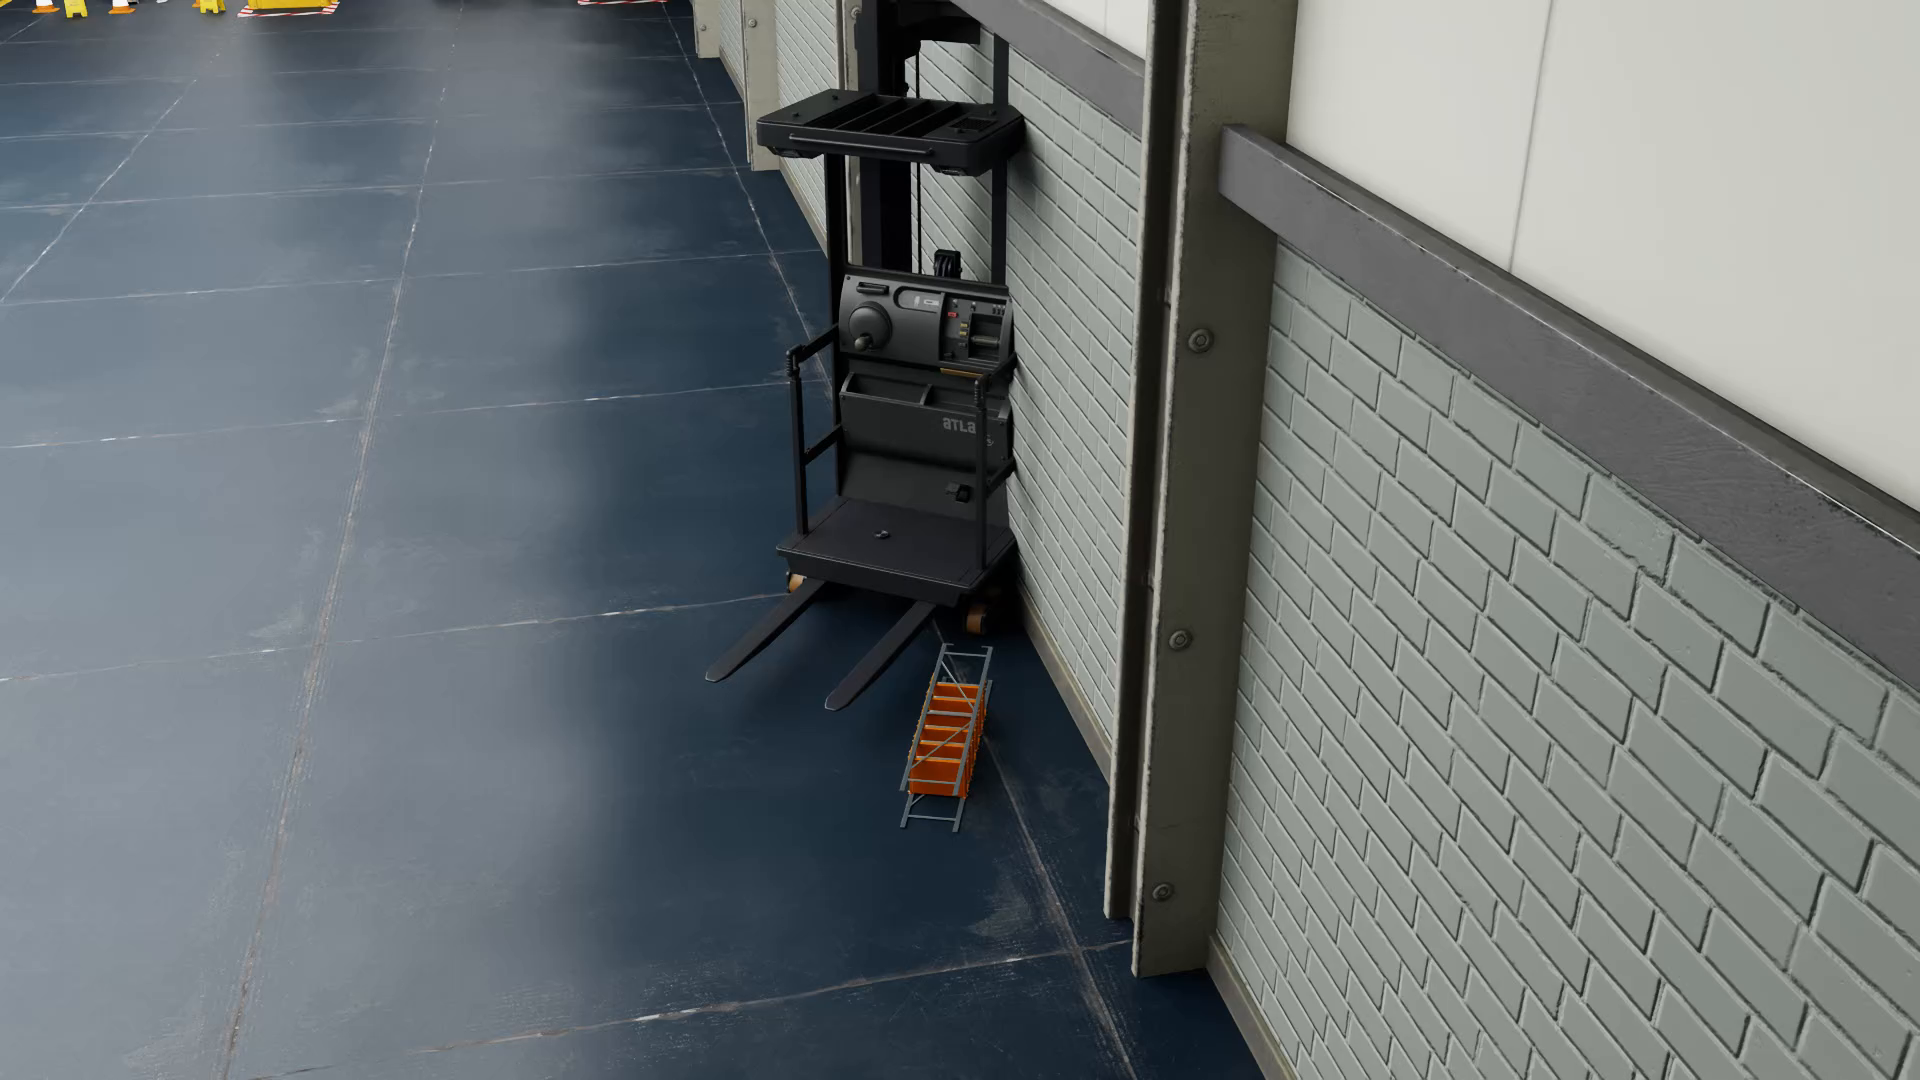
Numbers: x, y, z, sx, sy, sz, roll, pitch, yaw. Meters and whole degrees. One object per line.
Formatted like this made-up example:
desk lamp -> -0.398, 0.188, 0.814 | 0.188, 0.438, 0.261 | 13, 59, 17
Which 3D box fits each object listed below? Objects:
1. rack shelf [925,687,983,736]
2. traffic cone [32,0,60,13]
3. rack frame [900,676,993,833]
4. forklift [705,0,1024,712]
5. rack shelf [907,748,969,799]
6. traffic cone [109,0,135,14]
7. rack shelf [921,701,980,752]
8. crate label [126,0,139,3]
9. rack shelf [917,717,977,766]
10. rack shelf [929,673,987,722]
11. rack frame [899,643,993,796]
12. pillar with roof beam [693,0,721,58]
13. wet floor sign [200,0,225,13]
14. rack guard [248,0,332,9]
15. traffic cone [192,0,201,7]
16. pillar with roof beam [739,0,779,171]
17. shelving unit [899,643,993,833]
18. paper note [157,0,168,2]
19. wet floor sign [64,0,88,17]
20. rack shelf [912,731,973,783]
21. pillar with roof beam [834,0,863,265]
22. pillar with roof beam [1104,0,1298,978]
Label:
rack shelf -> -0.023, 0.774, 7.501 | 0.258, 0.180, 0.103 | 4, 27, 7
traffic cone -> -13.753, -8.171, 24.925 | 0.336, 0.463, 0.334 | -6, 27, -12
rack frame -> -0.046, 0.929, 7.397 | 0.240, 0.006, 1.200 | 4, 27, 7
forklift -> -0.249, -1.048, 8.073 | 1.130, 2.935, 3.031 | 11, 29, 21
rack shelf -> -0.090, 0.988, 7.077 | 0.258, 0.180, 0.103 | 4, 27, 7
traffic cone -> -12.576, -8.137, 24.857 | 0.336, 0.463, 0.334 | -6, 27, -12
rack shelf -> -0.040, 0.828, 7.395 | 0.258, 0.180, 0.103 | 4, 27, 7
crate label -> -12.813, -8.330, 25.602 | 0.250, 0.136, 0.298 | -23, 35, -38
rack shelf -> -0.056, 0.881, 7.289 | 0.258, 0.180, 0.103 | 4, 27, 7
rack shelf -> -0.006, 0.721, 7.607 | 0.258, 0.180, 0.103 | 4, 27, 7
rack frame -> -0.046, 0.766, 7.314 | 0.240, 0.006, 1.200 | 4, 27, 7
pillar with roof beam -> -7.503, -9.983, 19.042 | 9.100, 9.000, 0.400 | -6, 27, -12
wet floor sign -> -11.217, -8.230, 24.840 | 0.267, 0.644, 0.232 | 3, 27, 6
rack guard -> -10.234, -8.391, 25.319 | 1.175, 0.500, 0.348 | -6, 27, -12
traffic cone -> -11.571, -8.399, 25.376 | 0.336, 0.463, 0.334 | -6, 27, -12
pillar with roof beam -> -6.151, -7.349, 13.823 | 9.100, 9.000, 0.400 | -6, 27, -12
shelving unit -> -0.046, 0.848, 7.356 | 0.258, 0.189, 1.200 | 4, 27, 7
paper note -> -12.369, -8.361, 25.780 | 0.148, 0.019, 0.142 | -16, 31, -29
wet floor sign -> -13.081, -8.064, 24.510 | 0.267, 0.644, 0.232 | -11, 29, -20
rack shelf -> -0.073, 0.935, 7.183 | 0.258, 0.180, 0.103 | 4, 27, 7
pillar with roof beam -> -4.798, -4.715, 8.605 | 9.100, 9.000, 0.400 | -6, 27, -12
pillar with roof beam -> -3.446, -2.081, 3.386 | 9.100, 9.000, 0.400 | -6, 27, -12
